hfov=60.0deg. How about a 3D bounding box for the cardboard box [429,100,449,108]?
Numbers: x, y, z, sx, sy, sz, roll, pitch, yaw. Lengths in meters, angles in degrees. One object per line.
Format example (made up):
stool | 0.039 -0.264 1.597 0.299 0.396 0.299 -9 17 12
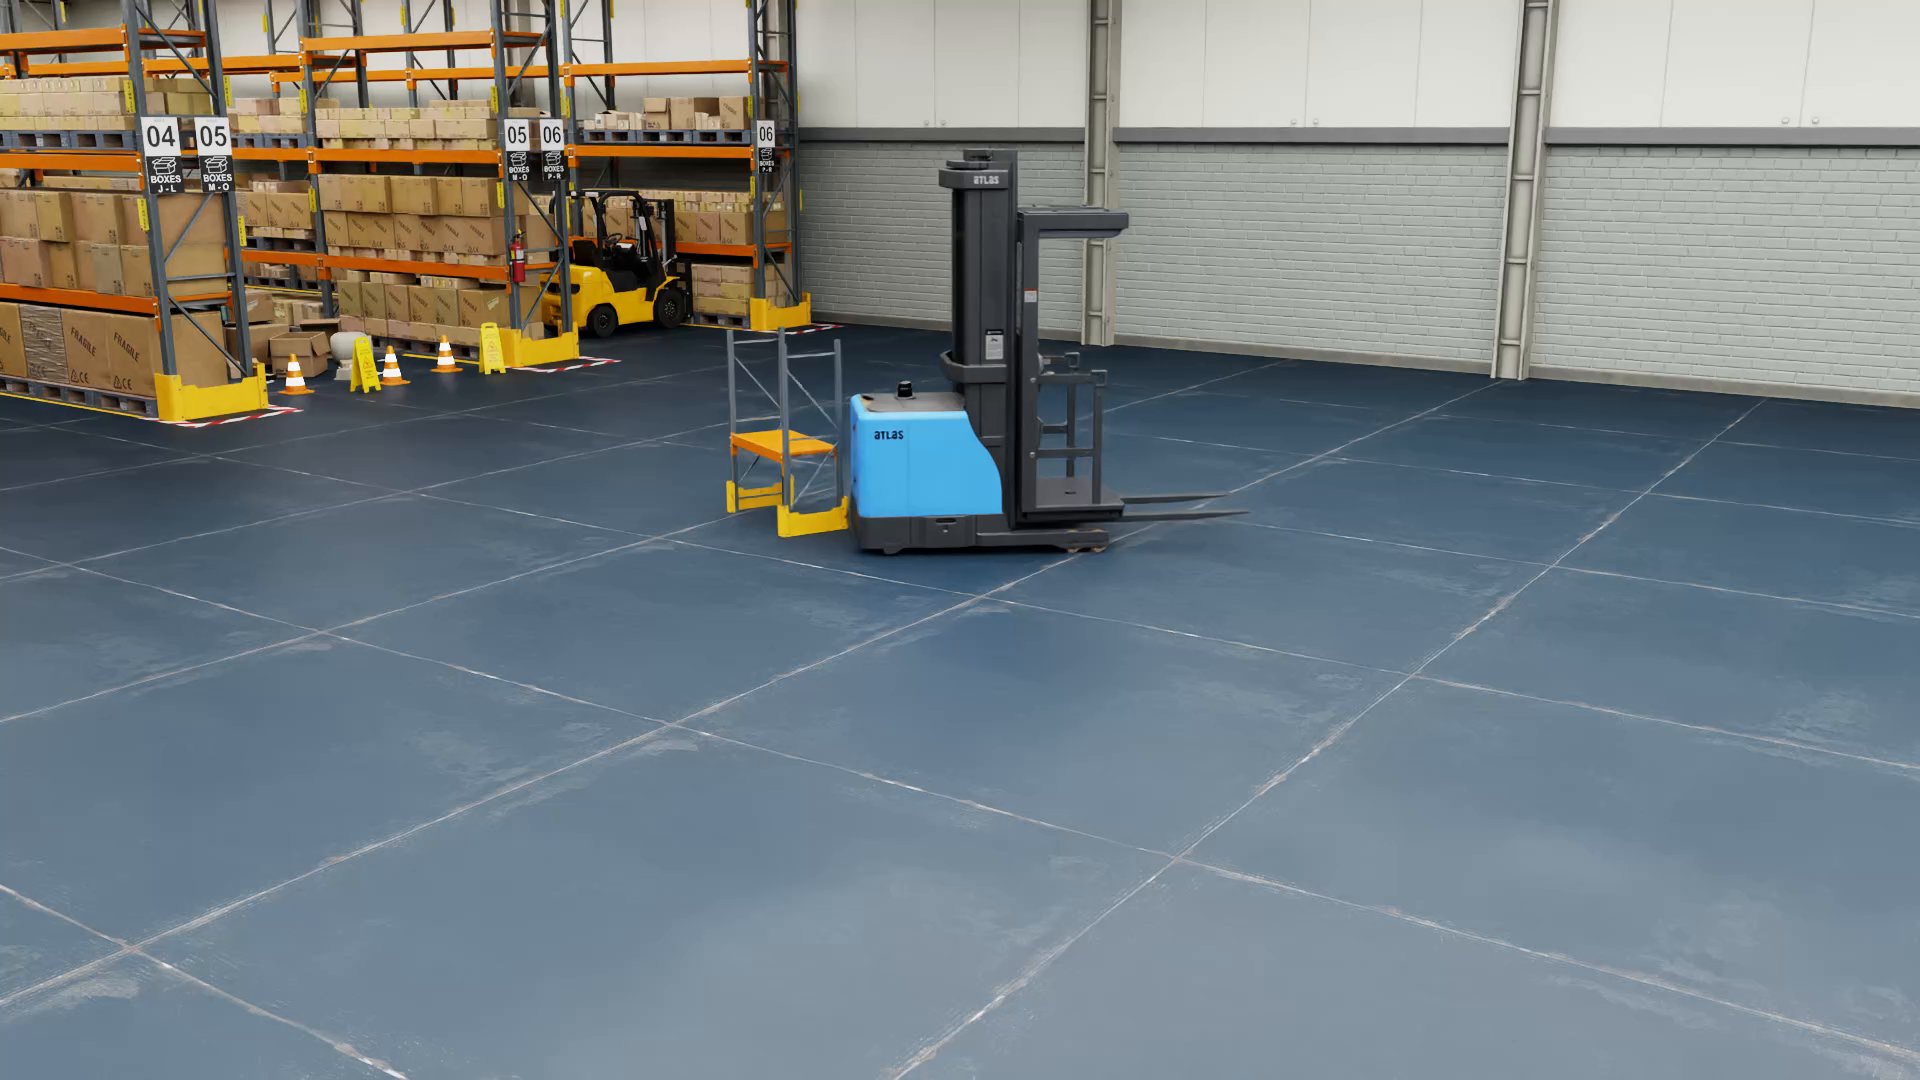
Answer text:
cardboard box | -9.050 -7.548 29.540 0.500 0.500 0.500 9 17 33

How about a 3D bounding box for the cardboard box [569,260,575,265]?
cardboard box | -6.636 -4.519 28.906 0.625 0.625 0.875 10 17 35

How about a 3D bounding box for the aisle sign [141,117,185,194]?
aisle sign | -8.432 -4.066 17.596 0.004 0.787 0.394 9 17 33

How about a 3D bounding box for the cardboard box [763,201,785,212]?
cardboard box | -3.014 -5.325 26.533 0.250 0.149 0.380 9 16 31

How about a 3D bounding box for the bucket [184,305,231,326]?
bucket | -10.243 -3.000 22.349 0.726 0.611 0.620 -10 7 -35

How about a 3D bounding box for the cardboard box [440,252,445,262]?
cardboard box | -6.912 -3.901 22.862 0.250 0.149 0.380 9 17 34

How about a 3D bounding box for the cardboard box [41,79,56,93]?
cardboard box | -9.847 -4.995 18.298 0.250 0.149 0.380 9 16 32

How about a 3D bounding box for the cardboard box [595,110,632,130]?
cardboard box | -5.642 -6.906 27.338 0.500 0.311 0.500 10 17 34

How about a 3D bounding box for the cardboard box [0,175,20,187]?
cardboard box | -16.147 -6.025 28.632 0.500 0.500 0.500 9 17 32

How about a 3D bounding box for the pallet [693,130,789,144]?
pallet | -3.450 -6.377 26.284 1.213 0.211 1.003 9 17 33

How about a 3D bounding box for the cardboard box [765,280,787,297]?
cardboard box | -3.152 -4.080 26.872 0.500 0.250 0.500 10 17 34

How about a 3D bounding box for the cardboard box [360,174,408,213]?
cardboard box | -7.906 -4.841 23.228 0.500 0.500 0.700 9 16 32

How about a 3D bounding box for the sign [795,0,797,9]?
sign | -2.562 -8.416 25.822 0.005 0.325 0.100 9 17 33

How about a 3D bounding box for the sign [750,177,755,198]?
sign | -3.192 -5.435 25.633 0.005 0.325 0.100 9 17 33

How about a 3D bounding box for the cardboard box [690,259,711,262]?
cardboard box | -4.417 -4.526 27.633 0.500 0.250 0.500 9 16 32

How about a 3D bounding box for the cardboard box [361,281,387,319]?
cardboard box | -8.174 -3.441 23.769 0.500 0.500 0.500 10 17 35

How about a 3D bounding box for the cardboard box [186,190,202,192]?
cardboard box | -11.602 -5.169 25.759 0.500 0.500 0.500 10 17 36

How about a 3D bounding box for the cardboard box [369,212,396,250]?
cardboard box | -7.915 -4.356 23.351 0.500 0.500 0.500 9 17 32

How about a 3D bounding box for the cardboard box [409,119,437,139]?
cardboard box | -7.069 -5.553 22.463 0.500 0.250 0.500 10 17 34

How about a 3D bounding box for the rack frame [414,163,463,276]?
rack frame | -9.516 -5.937 30.564 0.127 3.000 1.000 9 17 33

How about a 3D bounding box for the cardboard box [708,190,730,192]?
cardboard box | -3.892 -5.600 27.028 0.250 0.149 0.380 10 17 35

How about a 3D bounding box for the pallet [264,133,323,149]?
pallet | -9.416 -5.879 24.479 1.003 0.211 1.213 9 17 33

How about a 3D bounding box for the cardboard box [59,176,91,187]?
cardboard box | -14.545 -5.770 27.602 0.500 0.500 0.500 9 16 31

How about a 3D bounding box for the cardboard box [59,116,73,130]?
cardboard box | -9.633 -4.573 18.254 0.250 0.149 0.380 9 16 32

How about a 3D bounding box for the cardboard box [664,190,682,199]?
cardboard box | -4.568 -5.582 26.955 0.250 0.149 0.380 9 17 34

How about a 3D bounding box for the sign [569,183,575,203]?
sign | -6.491 -5.815 27.825 0.005 0.325 0.100 9 17 33

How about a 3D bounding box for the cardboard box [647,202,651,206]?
cardboard box | -5.033 -5.491 27.206 0.250 0.149 0.380 9 16 31

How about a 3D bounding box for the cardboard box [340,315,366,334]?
cardboard box | -8.625 -3.146 24.140 0.500 0.250 0.500 8 16 30

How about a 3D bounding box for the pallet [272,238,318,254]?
pallet | -9.517 -4.449 24.951 1.213 0.211 1.003 9 17 33

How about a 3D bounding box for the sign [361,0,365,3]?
sign | -8.645 -7.920 23.981 0.005 0.325 0.100 9 17 33

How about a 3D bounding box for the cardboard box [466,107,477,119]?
cardboard box | -6.282 -5.624 21.920 0.250 0.149 0.380 10 17 34

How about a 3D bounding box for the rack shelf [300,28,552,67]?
rack shelf | -7.304 -6.703 22.679 4.000 0.370 1.077 9 17 33

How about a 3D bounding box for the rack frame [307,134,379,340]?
rack frame | -8.964 -4.410 24.397 0.127 3.000 1.000 9 17 33

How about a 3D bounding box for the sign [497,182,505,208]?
sign | -5.971 -4.481 21.617 0.005 0.325 0.100 9 17 33

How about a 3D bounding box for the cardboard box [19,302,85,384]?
cardboard box | -10.409 -2.364 19.678 0.875 0.875 0.875 9 17 33

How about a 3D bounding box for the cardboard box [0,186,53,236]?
cardboard box | -11.355 -3.950 19.980 0.550 0.550 0.875 9 17 33

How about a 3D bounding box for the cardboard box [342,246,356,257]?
cardboard box | -8.643 -4.159 23.903 0.250 0.149 0.380 10 17 34

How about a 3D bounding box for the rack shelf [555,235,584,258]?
rack shelf | -7.856 -5.320 29.567 4.000 0.370 1.077 9 17 33

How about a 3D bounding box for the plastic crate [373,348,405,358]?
plastic crate | -8.118 -2.619 23.237 0.583 0.080 0.402 3 14 14

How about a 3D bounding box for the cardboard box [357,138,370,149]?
cardboard box | -8.203 -5.555 23.301 0.250 0.149 0.380 10 17 34

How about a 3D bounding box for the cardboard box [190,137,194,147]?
cardboard box | -11.502 -6.322 25.670 0.500 0.500 0.700 9 17 33

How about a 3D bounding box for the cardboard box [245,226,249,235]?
cardboard box | -10.803 -4.722 25.303 0.250 0.149 0.380 10 17 35

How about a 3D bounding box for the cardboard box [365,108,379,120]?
cardboard box | -8.001 -5.894 23.012 0.250 0.149 0.380 9 16 31

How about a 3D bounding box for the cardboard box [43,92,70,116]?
cardboard box | -9.716 -4.798 18.332 0.500 0.250 0.500 9 17 32

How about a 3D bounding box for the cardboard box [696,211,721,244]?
cardboard box | -3.858 -4.998 26.562 0.500 0.500 0.500 10 17 35

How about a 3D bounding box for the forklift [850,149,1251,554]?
forklift | 0.690 -1.455 12.602 3.031 2.935 1.130 -2 14 -7

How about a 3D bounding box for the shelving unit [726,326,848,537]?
shelving unit | -1.407 -0.893 13.311 0.587 1.500 1.083 -8 16 -30

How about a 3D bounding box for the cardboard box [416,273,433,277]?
cardboard box | -9.986 -4.941 30.870 0.500 0.500 0.500 10 17 34

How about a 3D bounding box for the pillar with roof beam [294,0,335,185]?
pillar with roof beam | -15.312 -8.800 29.646 0.400 9.000 9.100 9 17 33

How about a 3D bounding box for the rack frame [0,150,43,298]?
rack frame | -11.642 -3.410 20.355 0.127 3.000 1.000 9 17 33

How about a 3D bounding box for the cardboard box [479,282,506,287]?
cardboard box | -6.616 -3.343 23.372 0.500 0.500 0.500 8 16 31

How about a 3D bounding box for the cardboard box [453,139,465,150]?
cardboard box | -6.523 -5.269 22.148 0.250 0.149 0.380 10 17 34

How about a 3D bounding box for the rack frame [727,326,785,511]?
rack frame | -1.664 -0.996 13.726 0.500 1.500 0.032 -8 16 -30
